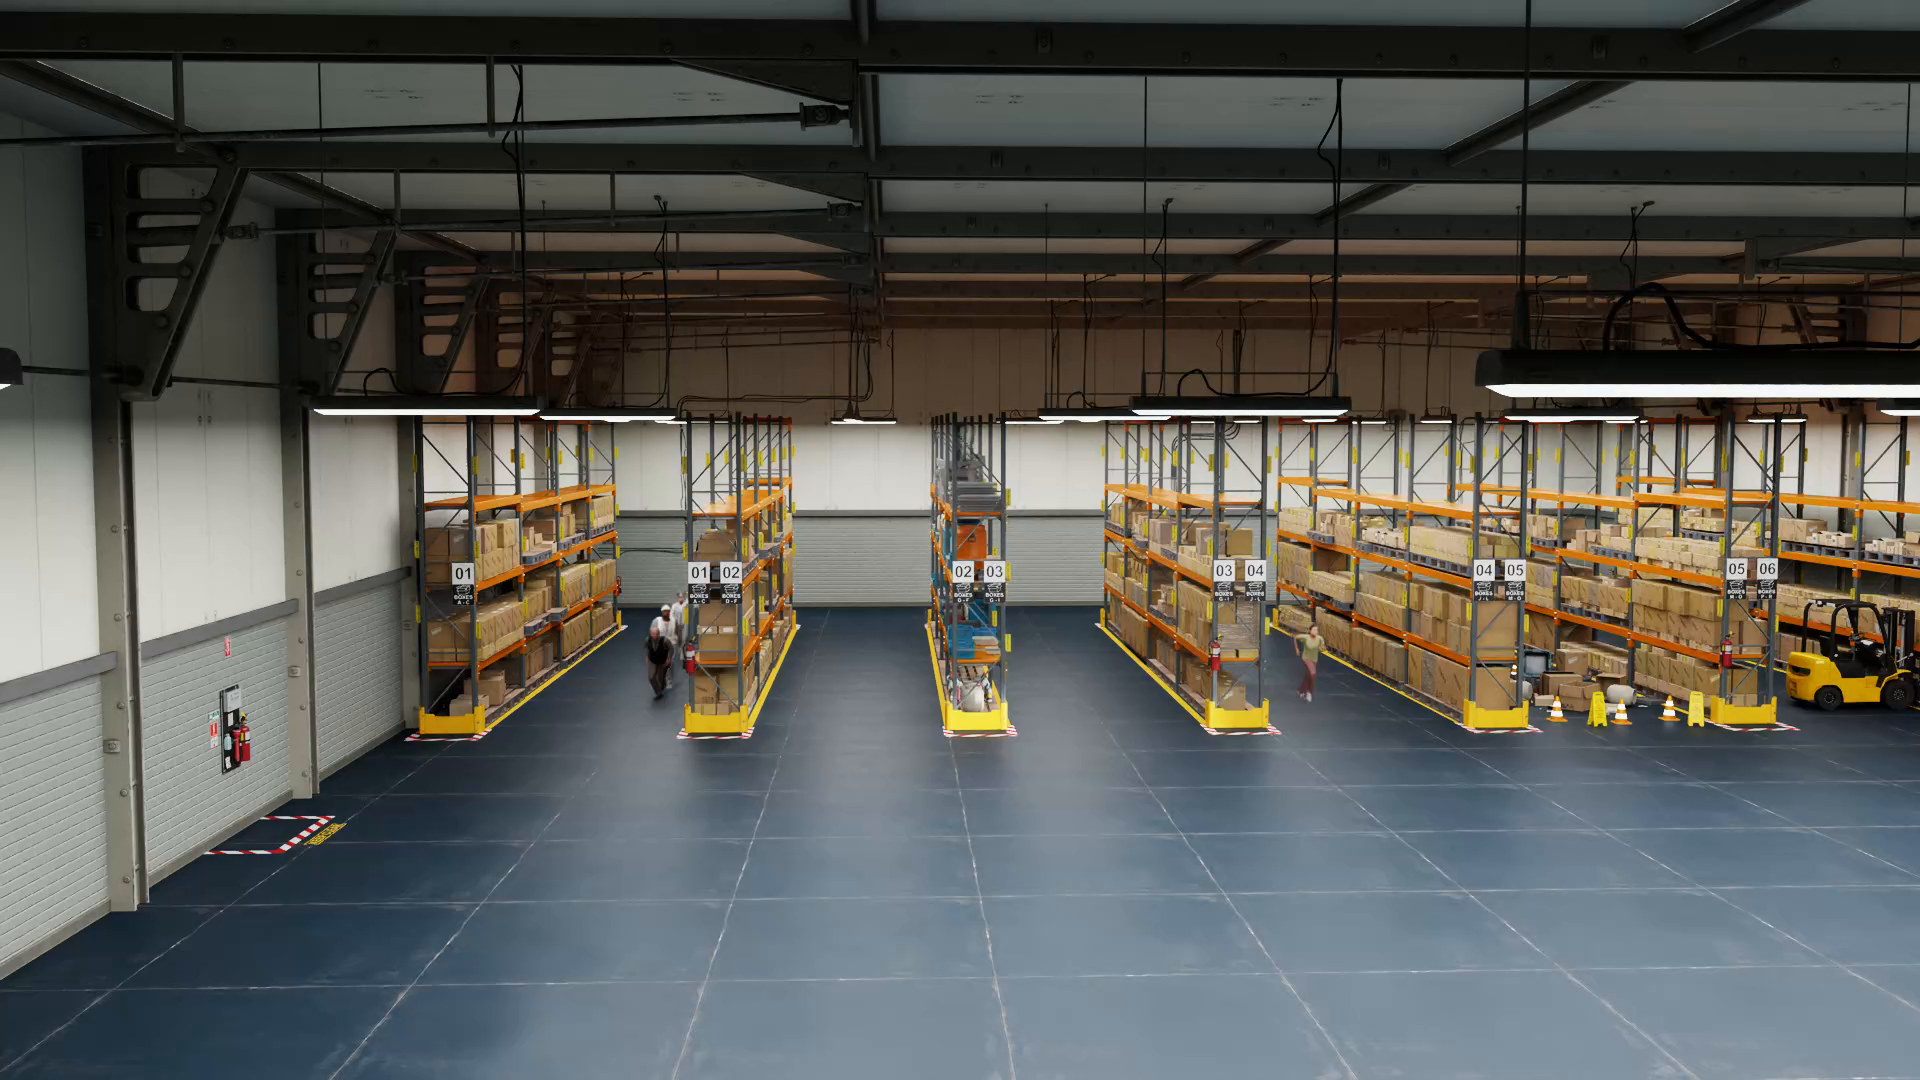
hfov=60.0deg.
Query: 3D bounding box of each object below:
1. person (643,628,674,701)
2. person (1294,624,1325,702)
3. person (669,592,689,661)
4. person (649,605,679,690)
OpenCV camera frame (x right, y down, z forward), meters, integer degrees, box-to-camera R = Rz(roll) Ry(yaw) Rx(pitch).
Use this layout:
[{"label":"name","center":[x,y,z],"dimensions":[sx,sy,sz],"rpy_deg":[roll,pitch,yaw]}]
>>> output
[{"label":"person","center":[-6.315,2.579,35.019],"dimensions":[0.666,1.564,0.998],"rpy_deg":[0,4,2]},{"label":"person","center":[7.278,2.539,34.696],"dimensions":[0.570,1.621,0.874],"rpy_deg":[-1,4,-18]},{"label":"person","center":[-6.868,2.098,41.086],"dimensions":[0.608,1.674,0.845],"rpy_deg":[0,4,-5]},{"label":"person","center":[-6.508,2.341,36.623],"dimensions":[0.651,1.833,0.853],"rpy_deg":[-1,4,-10]}]
